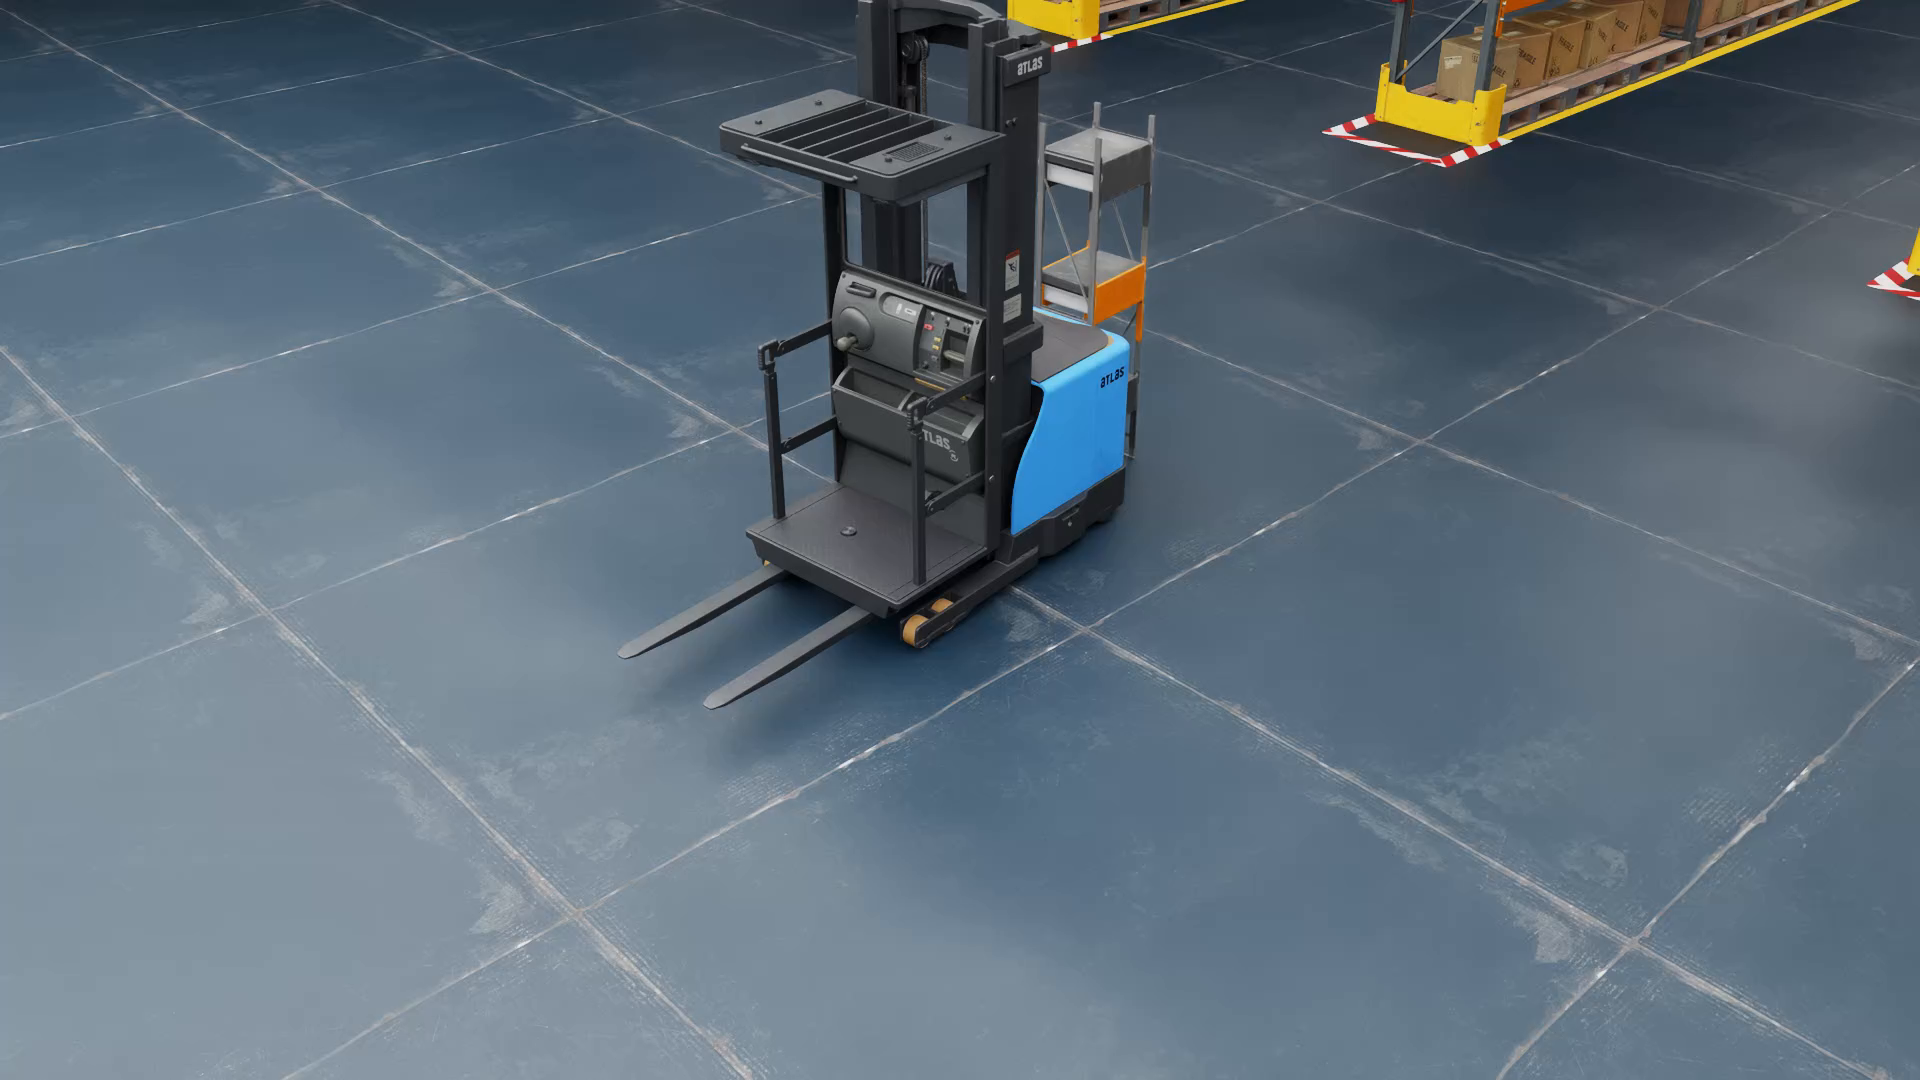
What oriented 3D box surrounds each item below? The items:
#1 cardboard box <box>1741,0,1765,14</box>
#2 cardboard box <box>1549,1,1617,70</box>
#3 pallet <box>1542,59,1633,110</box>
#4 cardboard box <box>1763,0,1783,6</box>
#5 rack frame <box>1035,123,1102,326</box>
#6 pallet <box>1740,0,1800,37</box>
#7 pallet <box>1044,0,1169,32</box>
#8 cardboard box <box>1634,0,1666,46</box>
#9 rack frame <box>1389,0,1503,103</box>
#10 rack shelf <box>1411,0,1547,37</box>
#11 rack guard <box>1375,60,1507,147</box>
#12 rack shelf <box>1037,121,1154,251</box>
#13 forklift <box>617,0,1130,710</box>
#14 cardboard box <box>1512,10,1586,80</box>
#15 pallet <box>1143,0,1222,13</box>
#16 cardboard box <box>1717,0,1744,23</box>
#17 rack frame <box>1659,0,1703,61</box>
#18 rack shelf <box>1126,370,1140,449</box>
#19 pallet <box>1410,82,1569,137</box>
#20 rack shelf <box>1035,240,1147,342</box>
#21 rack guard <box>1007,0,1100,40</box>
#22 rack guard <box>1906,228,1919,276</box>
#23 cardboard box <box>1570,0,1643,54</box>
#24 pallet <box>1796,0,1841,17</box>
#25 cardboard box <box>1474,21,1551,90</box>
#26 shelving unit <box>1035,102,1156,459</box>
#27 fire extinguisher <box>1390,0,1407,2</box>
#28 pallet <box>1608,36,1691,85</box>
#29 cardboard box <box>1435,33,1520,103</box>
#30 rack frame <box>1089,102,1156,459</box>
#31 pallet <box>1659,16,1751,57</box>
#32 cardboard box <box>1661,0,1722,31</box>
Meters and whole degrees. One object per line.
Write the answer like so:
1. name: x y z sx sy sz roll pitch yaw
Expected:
1. cardboard box: 8.549 -6.203 18.493 0.700 0.500 0.500 25 40 35
2. cardboard box: 6.175 -5.041 16.613 0.500 0.500 0.500 25 39 35
3. pallet: 5.948 -4.635 16.628 1.213 0.211 1.003 -26 40 -35
4. cardboard box: 8.958 -6.401 18.817 0.500 0.500 0.700 -22 38 -32
5. rack frame: 0.582 -1.260 9.297 0.400 2.100 0.015 24 39 34
6. pallet: 8.777 -6.033 18.915 1.213 0.211 1.003 -26 40 -35
7. pallet: 1.634 -6.129 19.070 1.213 0.211 1.003 -26 40 -35
8. cardboard box: 6.991 -5.498 17.359 0.500 0.500 0.500 -27 41 -37
9. rack frame: 4.379 -5.093 14.703 0.127 3.000 1.000 -26 40 -35
10. rack shelf: 5.845 -5.495 16.051 4.000 0.370 1.077 -26 40 -35
11. rack guard: 4.434 -4.053 15.399 0.348 0.500 1.175 -26 40 -35
12. rack shelf: 0.740 -1.942 9.098 0.431 0.518 0.480 24 39 34
13. forklift: -0.404 -1.003 8.081 1.130 2.935 3.031 24 39 34
14. cardboard box: 5.735 -4.860 16.317 0.500 0.500 0.500 -22 38 -31
15. pallet: 2.528 -6.559 19.775 1.213 0.211 1.003 -26 40 -35
16. cardboard box: 8.139 -6.004 18.168 0.500 0.500 0.700 -26 40 -36
17. rack frame: 7.312 -6.511 17.023 0.127 3.000 1.000 -26 40 -35
18. rack shelf: 0.740 -0.748 9.828 0.431 0.518 0.480 24 39 34
19. pallet: 5.054 -4.205 15.924 1.213 0.211 1.003 -26 40 -35
20. rack shelf: 0.740 -1.345 9.463 0.431 0.518 0.480 24 39 34
21. rack guard: 1.035 -5.966 18.527 0.348 0.500 1.175 -26 40 -35
22. rack guard: 7.659 -2.084 12.180 0.348 0.500 1.175 -26 40 -35
23. cardboard box: 6.576 -5.292 17.022 0.500 0.500 0.500 -13 34 -21
24. pallet: 9.671 -6.464 19.619 1.213 0.211 1.003 -26 40 -35
25. cardboard box: 5.263 -4.646 15.966 0.500 0.500 0.500 -15 35 -23
26. shelving unit: 0.740 -1.357 9.456 0.431 2.100 0.503 24 39 34
27. fire extinguisher: 3.981 -5.195 14.945 0.183 0.674 0.296 -26 40 -35
28. pallet: 6.843 -5.070 17.339 1.213 0.211 1.003 -26 40 -35
29. cardboard box: 4.848 -4.420 15.597 0.500 0.500 0.500 -18 36 -27
30. rack frame: 0.898 -1.454 9.614 0.400 2.100 0.015 24 39 34
31. pallet: 7.882 -5.599 18.203 1.213 0.211 1.003 -26 40 -35
32. cardboard box: 7.777 -5.842 17.903 0.700 0.500 0.500 26 40 35
